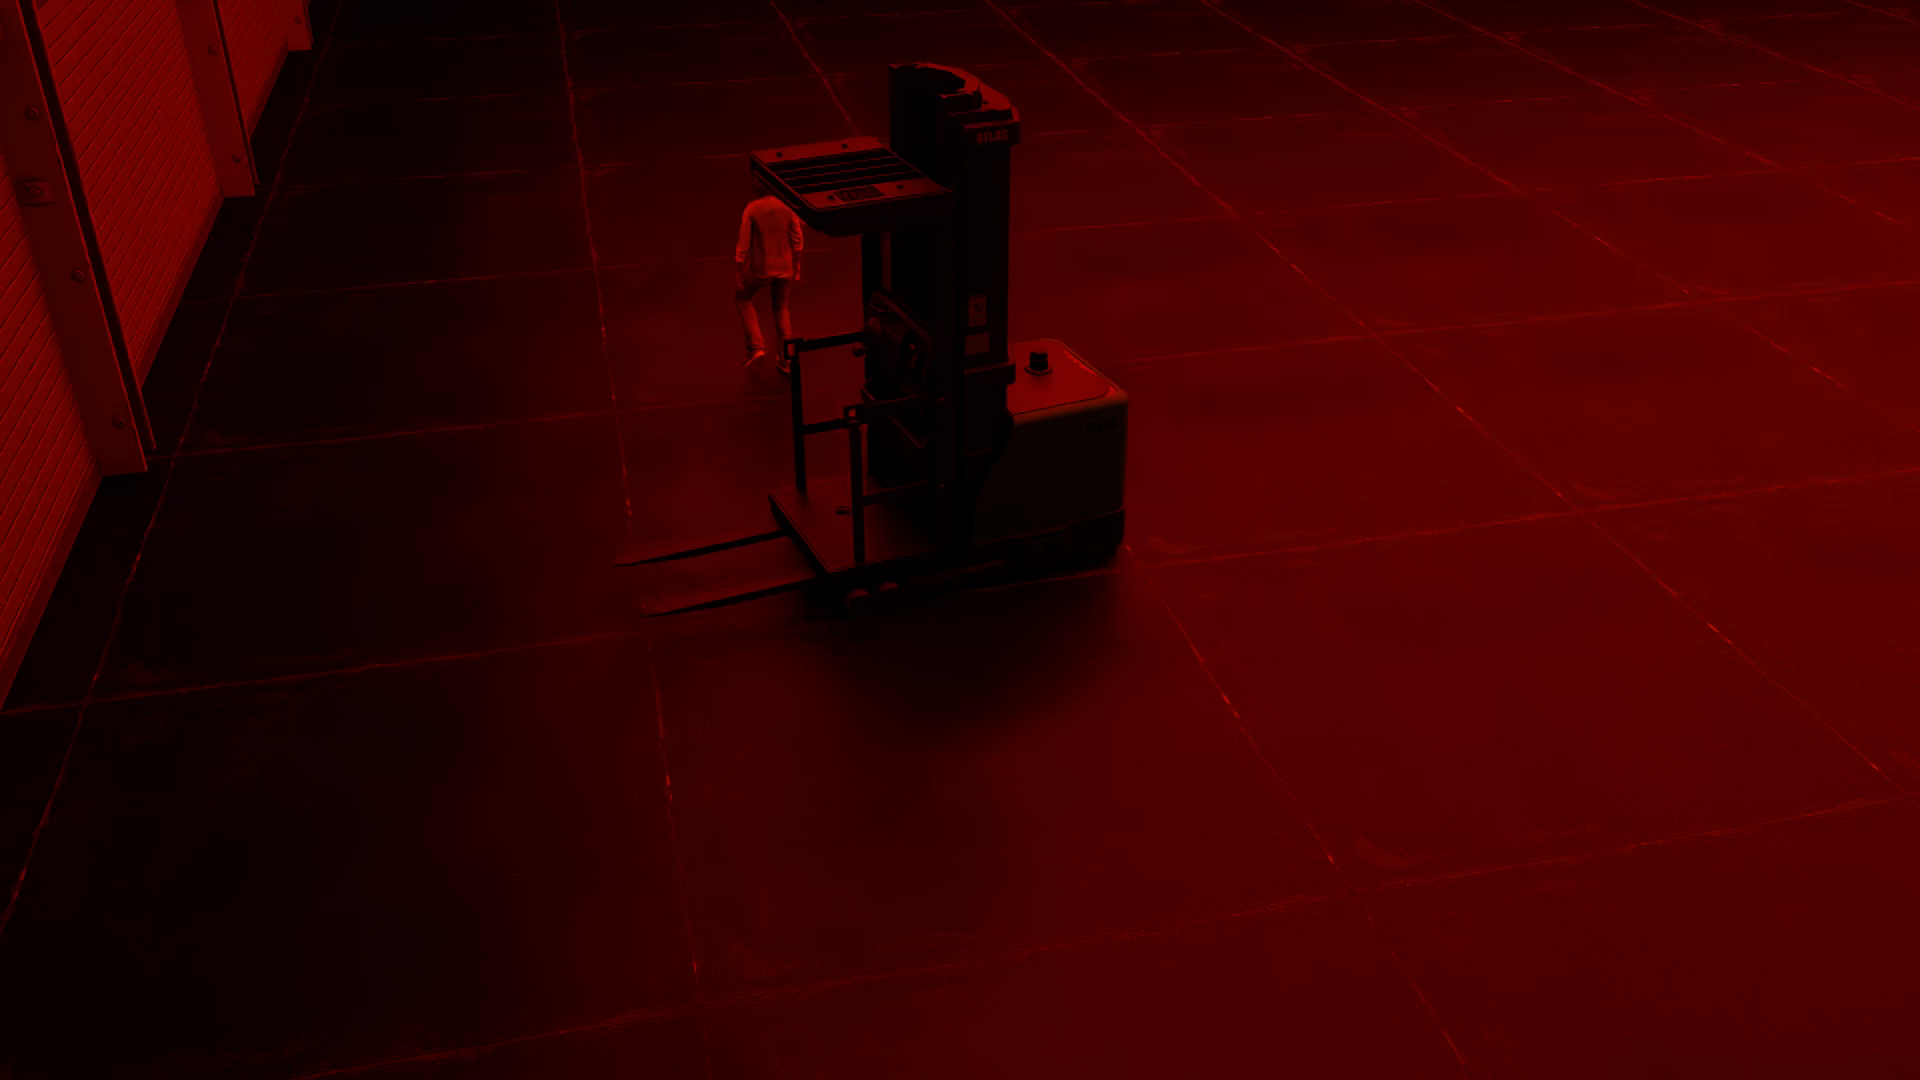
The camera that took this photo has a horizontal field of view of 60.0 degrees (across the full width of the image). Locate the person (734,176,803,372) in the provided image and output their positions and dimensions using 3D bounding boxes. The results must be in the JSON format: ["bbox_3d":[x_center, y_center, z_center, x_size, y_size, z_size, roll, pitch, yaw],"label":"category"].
[{"bbox_3d":[-1.444,-2.023,12.427,0.519,1.584,0.447,-15,33,-24],"label":"person"}]

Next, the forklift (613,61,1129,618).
[{"bbox_3d":[-0.542,-1.115,9.501,3.031,2.935,1.130,-13,32,-21],"label":"forklift"}]
